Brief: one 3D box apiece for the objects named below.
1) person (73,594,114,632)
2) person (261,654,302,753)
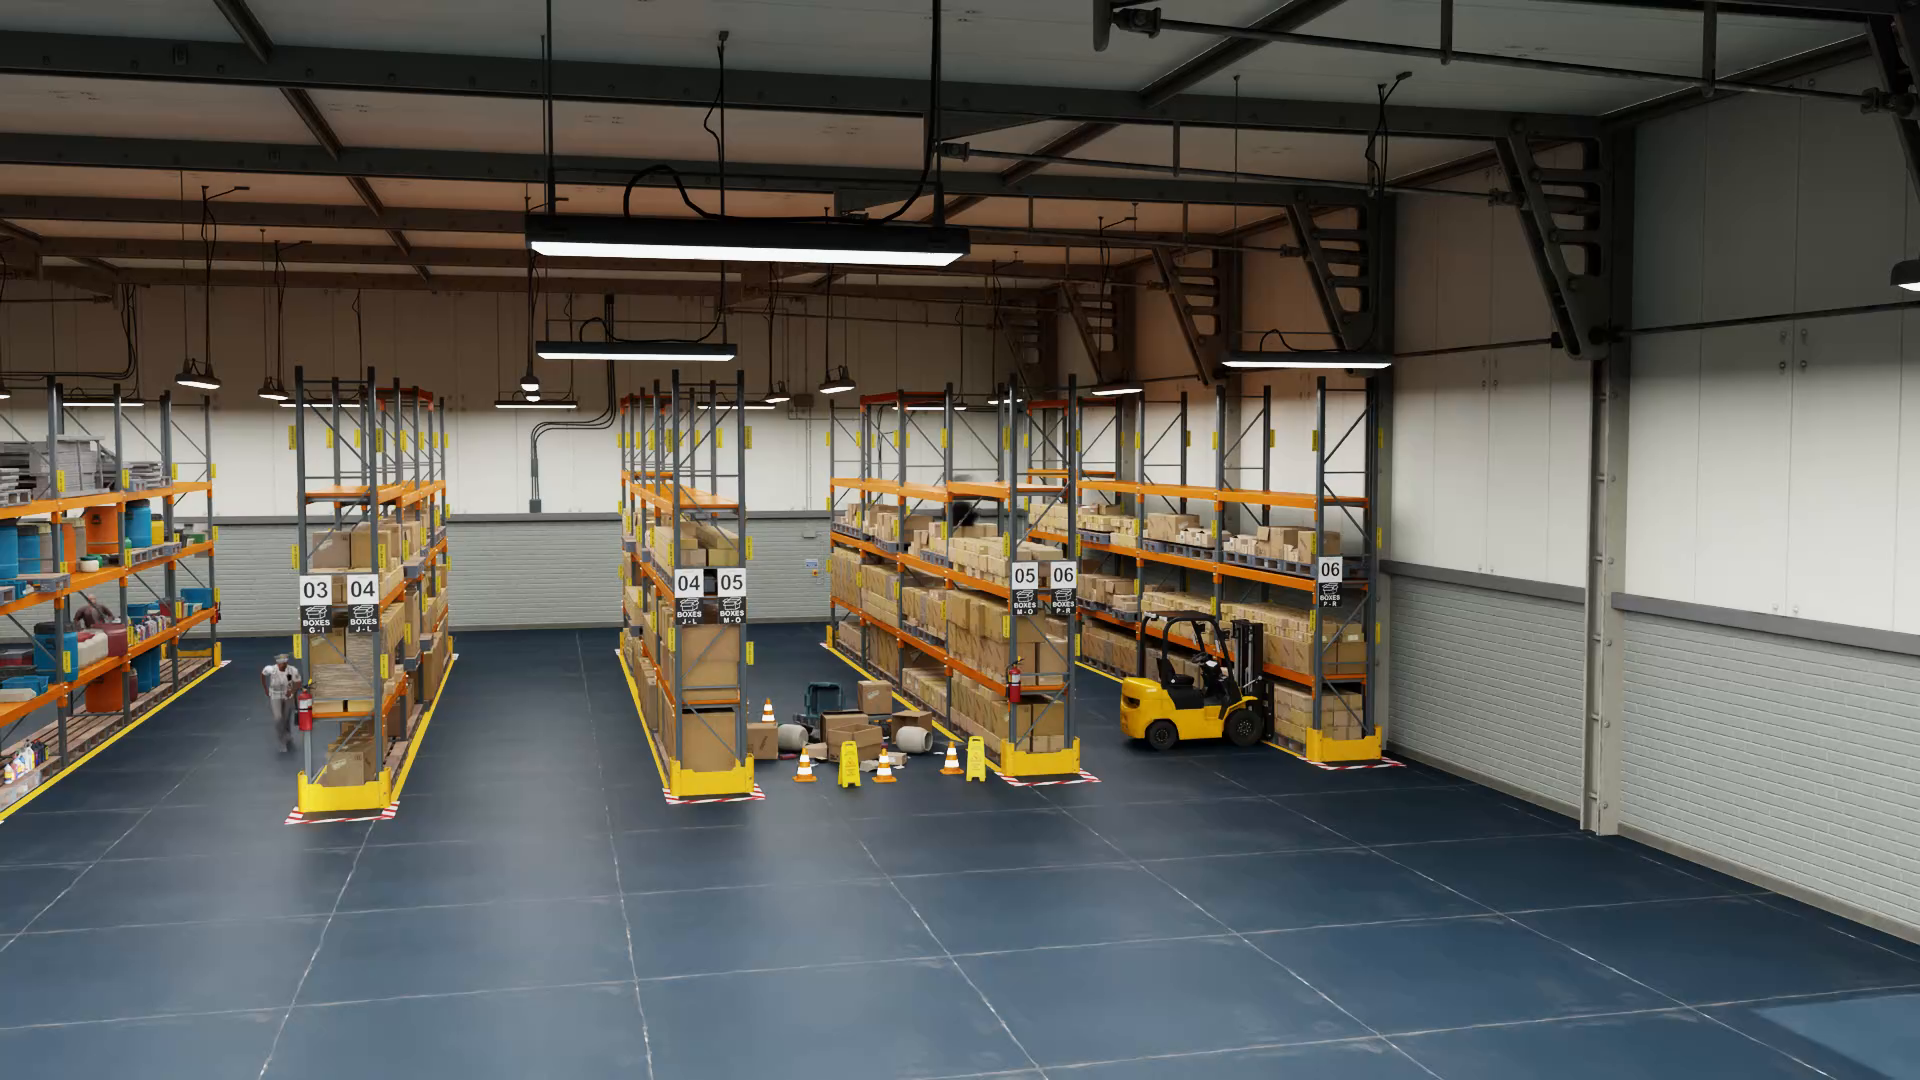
[{"bbox_3d":[-18.787,2.015,36.127,0.792,1.683,0.582,-3,5,-41],"label":"person"},{"bbox_3d":[-11.029,2.621,27.072,0.621,1.635,0.980,-1,4,-17],"label":"person"}]
